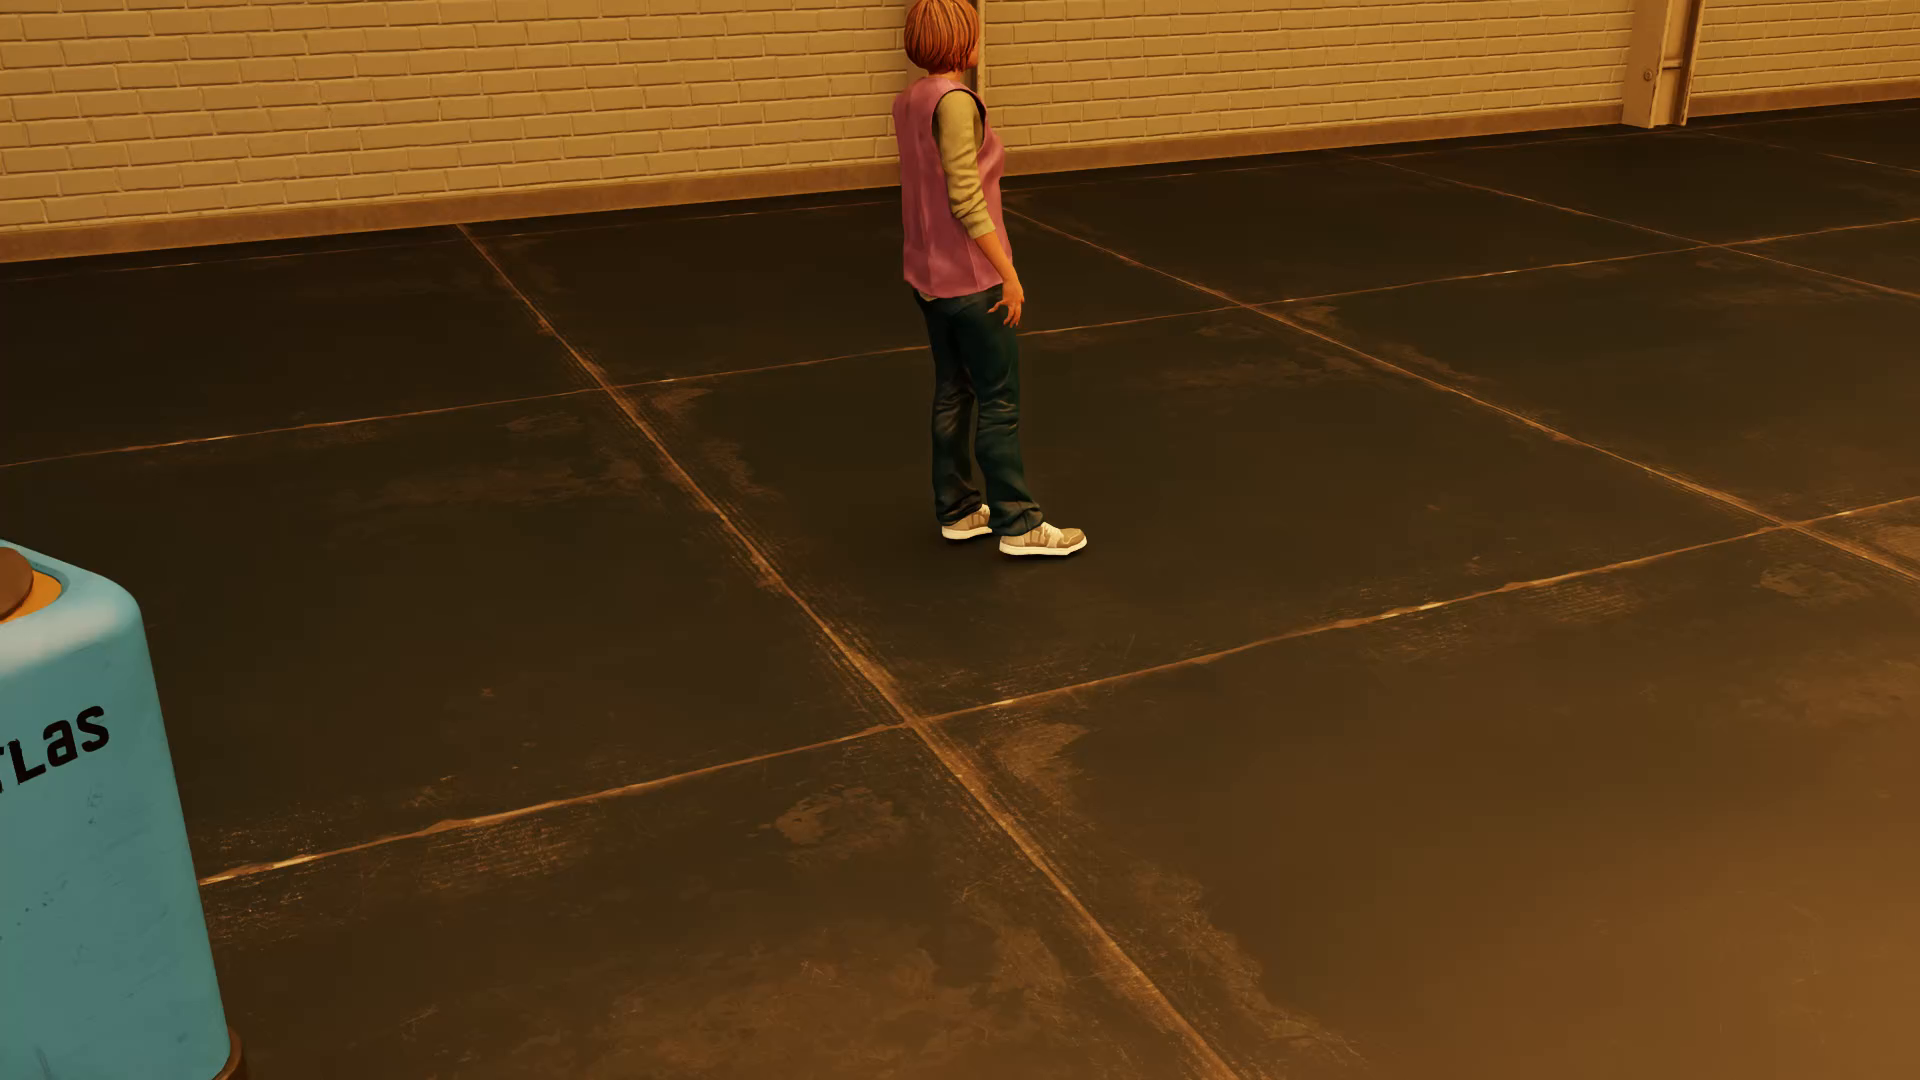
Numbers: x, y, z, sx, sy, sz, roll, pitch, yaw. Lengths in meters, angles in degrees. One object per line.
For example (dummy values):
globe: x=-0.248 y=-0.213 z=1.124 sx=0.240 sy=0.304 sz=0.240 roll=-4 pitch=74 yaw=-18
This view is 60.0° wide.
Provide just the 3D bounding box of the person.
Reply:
person: x=0.073 y=-0.751 z=4.814 sx=0.475 sy=1.597 sz=0.520 roll=-10 pitch=25 yaw=-23
